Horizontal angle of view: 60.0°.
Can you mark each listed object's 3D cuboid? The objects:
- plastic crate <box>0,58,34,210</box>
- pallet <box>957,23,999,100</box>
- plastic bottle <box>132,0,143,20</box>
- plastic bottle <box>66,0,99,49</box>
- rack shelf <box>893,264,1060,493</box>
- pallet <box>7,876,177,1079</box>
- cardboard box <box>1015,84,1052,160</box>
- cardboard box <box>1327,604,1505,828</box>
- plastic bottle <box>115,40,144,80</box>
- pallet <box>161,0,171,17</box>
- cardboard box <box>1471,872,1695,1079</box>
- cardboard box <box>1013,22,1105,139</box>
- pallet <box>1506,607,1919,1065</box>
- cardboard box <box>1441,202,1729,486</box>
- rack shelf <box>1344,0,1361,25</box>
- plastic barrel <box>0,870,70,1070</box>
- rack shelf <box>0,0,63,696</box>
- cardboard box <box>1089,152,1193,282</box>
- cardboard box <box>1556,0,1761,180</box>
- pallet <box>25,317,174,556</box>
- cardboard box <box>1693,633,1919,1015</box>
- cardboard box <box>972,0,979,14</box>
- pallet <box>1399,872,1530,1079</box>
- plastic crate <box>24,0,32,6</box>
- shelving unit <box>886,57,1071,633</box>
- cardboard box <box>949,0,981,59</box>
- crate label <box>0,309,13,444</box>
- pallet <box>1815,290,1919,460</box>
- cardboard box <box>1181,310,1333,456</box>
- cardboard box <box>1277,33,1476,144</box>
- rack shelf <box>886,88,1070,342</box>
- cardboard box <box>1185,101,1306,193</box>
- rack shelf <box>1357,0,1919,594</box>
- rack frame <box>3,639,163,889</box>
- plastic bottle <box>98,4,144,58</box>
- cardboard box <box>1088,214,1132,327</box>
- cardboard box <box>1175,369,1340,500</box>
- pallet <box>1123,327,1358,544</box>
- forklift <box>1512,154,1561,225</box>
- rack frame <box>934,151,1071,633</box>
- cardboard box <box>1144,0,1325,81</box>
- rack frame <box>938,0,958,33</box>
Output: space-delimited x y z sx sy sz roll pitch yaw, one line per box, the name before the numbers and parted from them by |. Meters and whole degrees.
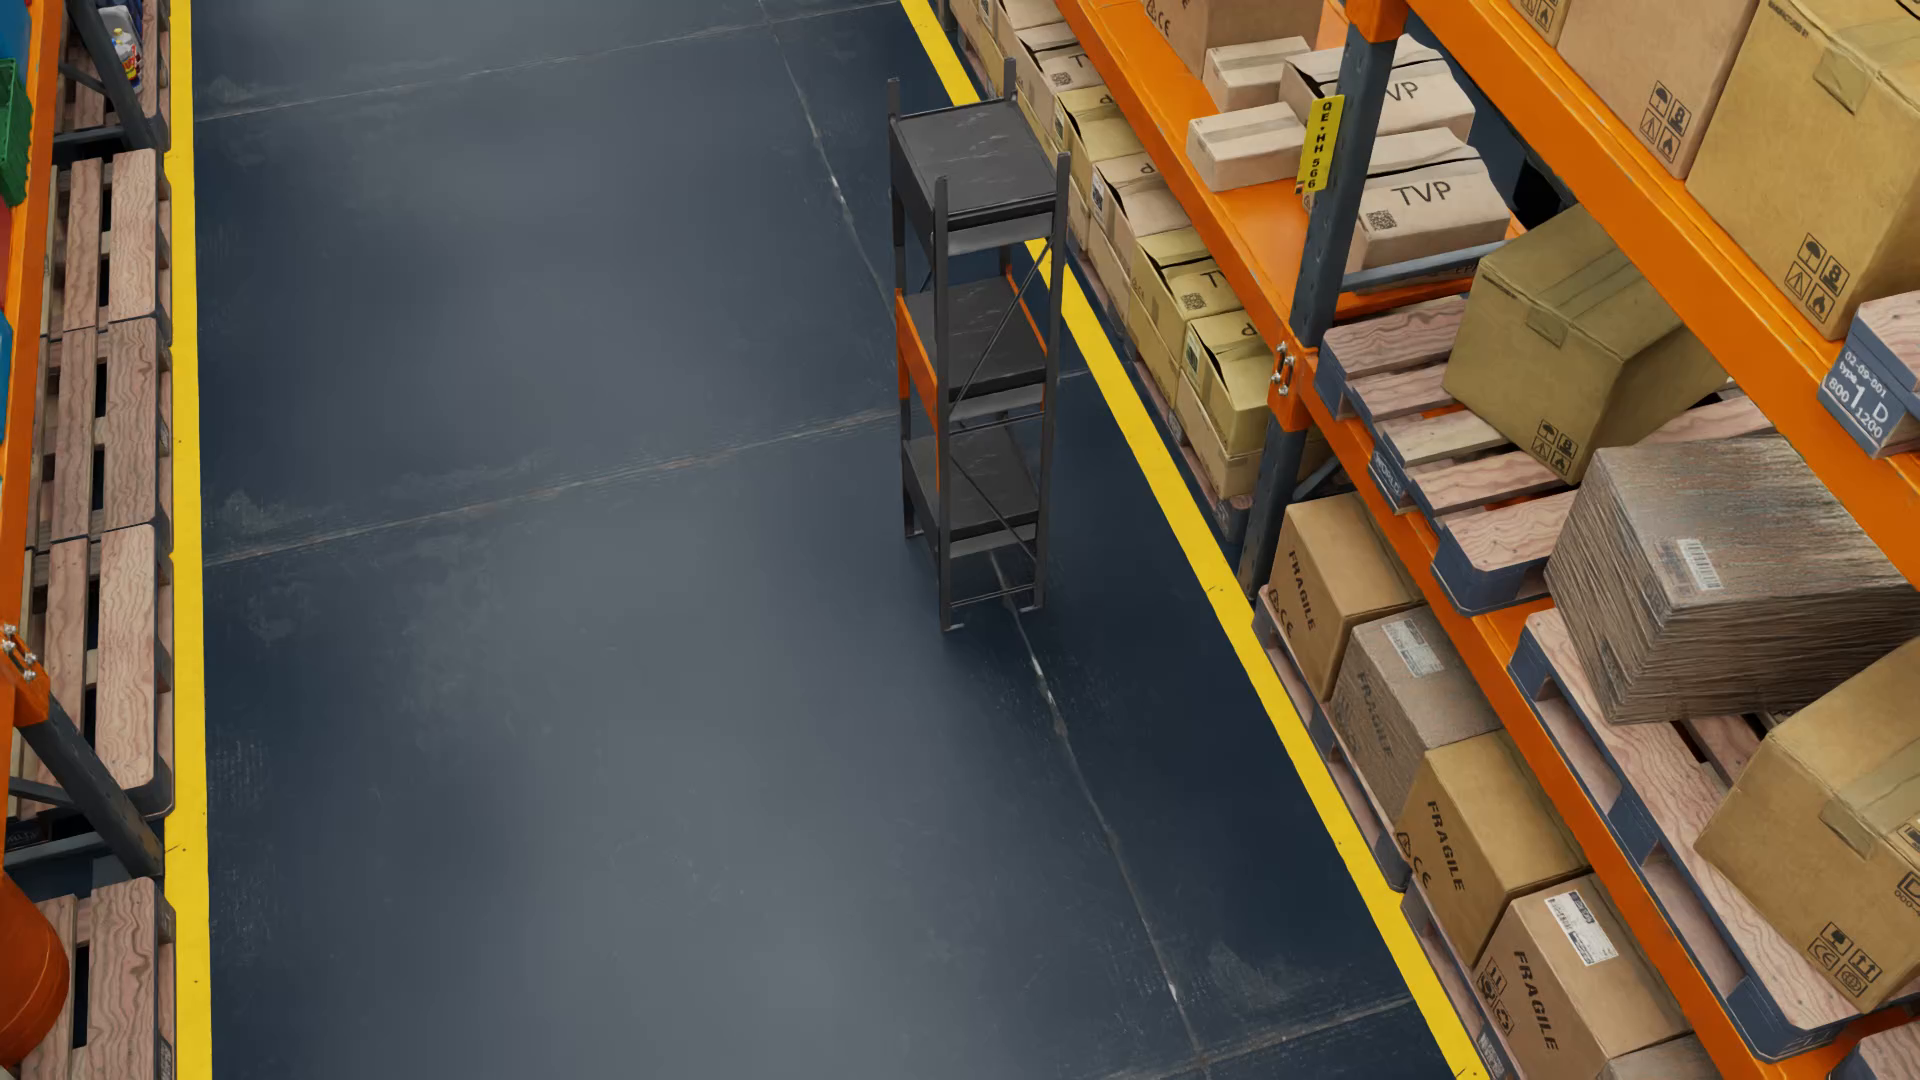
plastic crate | -3.571 -1.414 5.909 0.450 0.188 0.662 -13 51 -11
pallet | 0.633 -2.380 8.408 1.003 0.211 1.213 -13 51 -11
plastic bottle | -4.254 -2.800 8.383 0.144 0.351 0.185 -15 52 -13
plastic bottle | -4.335 -2.630 8.239 0.144 0.351 0.185 -13 51 -11
rack shelf | 0.049 -0.547 5.645 0.431 0.518 0.480 -13 51 -11
pallet | -2.900 1.696 4.972 1.003 0.211 1.213 -13 51 -11
cardboard box | 0.566 -1.955 7.750 0.500 0.250 0.500 -15 51 -12
cardboard box | 1.582 0.555 5.457 0.500 0.500 0.500 -15 51 -12
plastic bottle | -4.061 -2.337 8.090 0.097 0.201 0.097 0 50 0
pallet | -4.879 -3.185 9.086 1.003 0.211 1.213 -13 51 -11
cardboard box | 1.885 1.303 4.827 0.500 0.500 0.500 -15 51 -12
cardboard box | 0.559 -2.135 7.535 0.500 0.311 0.500 -15 51 -12
pallet | 2.140 0.595 4.202 1.003 0.211 1.213 -13 51 -11
cardboard box | 1.854 -0.620 4.760 0.700 0.500 0.500 -30 56 -23
rack shelf | 0.969 -3.082 5.685 1.077 0.370 4.000 -13 51 -11
plastic barrel | -3.012 1.148 4.755 0.600 0.830 0.708 -13 51 -11
rack shelf | -3.764 -0.998 5.890 1.077 0.370 4.000 -13 51 -11
cardboard box | 0.864 -1.391 6.907 0.500 0.311 0.500 -14 51 -11
cardboard box | 1.872 -1.202 3.564 0.910 0.500 0.500 -13 51 -11
pallet | -3.722 -0.335 6.684 1.003 0.211 1.213 -13 51 -11
cardboard box | 2.162 0.591 3.740 0.700 0.500 0.500 -25 54 -20
cardboard box | 0.262 -2.880 8.162 0.500 0.311 0.500 -13 51 -11
pallet | 2.102 1.455 5.175 1.003 0.211 1.213 -13 51 -11
plastic crate | -3.920 -2.427 6.582 0.402 0.464 0.583 -13 51 -11
shelving unit | 0.049 -0.556 5.635 0.431 2.100 0.503 -13 51 -11
cardboard box | 0.260 -2.707 8.383 0.500 0.250 0.500 -14 51 -12
crate label | -3.208 -0.568 5.033 0.502 0.435 0.616 -13 51 -11
pallet | 2.308 -0.120 2.840 1.213 0.211 1.003 -13 51 -11
cardboard box | 1.170 -0.643 6.277 0.500 0.311 0.500 -12 51 -10
cardboard box | 1.481 -1.555 5.947 0.500 0.311 0.500 -14 51 -11
rack shelf | 0.049 -0.998 5.110 0.431 0.518 0.480 -13 51 -11
cardboard box | 1.030 -1.400 5.922 0.380 0.149 0.250 -13 51 -11
rack shelf | 2.152 -0.161 3.222 1.077 0.370 4.000 -13 51 -11
rack frame | -3.173 0.231 4.383 1.000 3.000 0.127 -13 51 -11
plastic bottle | -4.153 -2.517 8.193 0.152 0.276 0.135 -12 51 -10
cardboard box | 0.870 -1.209 7.120 0.500 0.250 0.500 -12 51 -10
cardboard box | 1.172 -0.465 6.493 0.500 0.250 0.500 -12 51 -10
pallet | 1.354 -0.598 6.906 1.003 0.211 1.213 -13 51 -11
forklift | 4.125 -2.741 6.933 3.031 2.935 1.130 -24 54 -19
rack frame | 0.121 -0.378 5.485 0.400 2.100 0.015 -13 51 -11
cardboard box | 1.049 -2.141 6.317 0.500 0.500 0.500 -16 52 -13
rack frame | 0.377 -3.808 7.788 1.000 3.000 0.127 -13 51 -11
